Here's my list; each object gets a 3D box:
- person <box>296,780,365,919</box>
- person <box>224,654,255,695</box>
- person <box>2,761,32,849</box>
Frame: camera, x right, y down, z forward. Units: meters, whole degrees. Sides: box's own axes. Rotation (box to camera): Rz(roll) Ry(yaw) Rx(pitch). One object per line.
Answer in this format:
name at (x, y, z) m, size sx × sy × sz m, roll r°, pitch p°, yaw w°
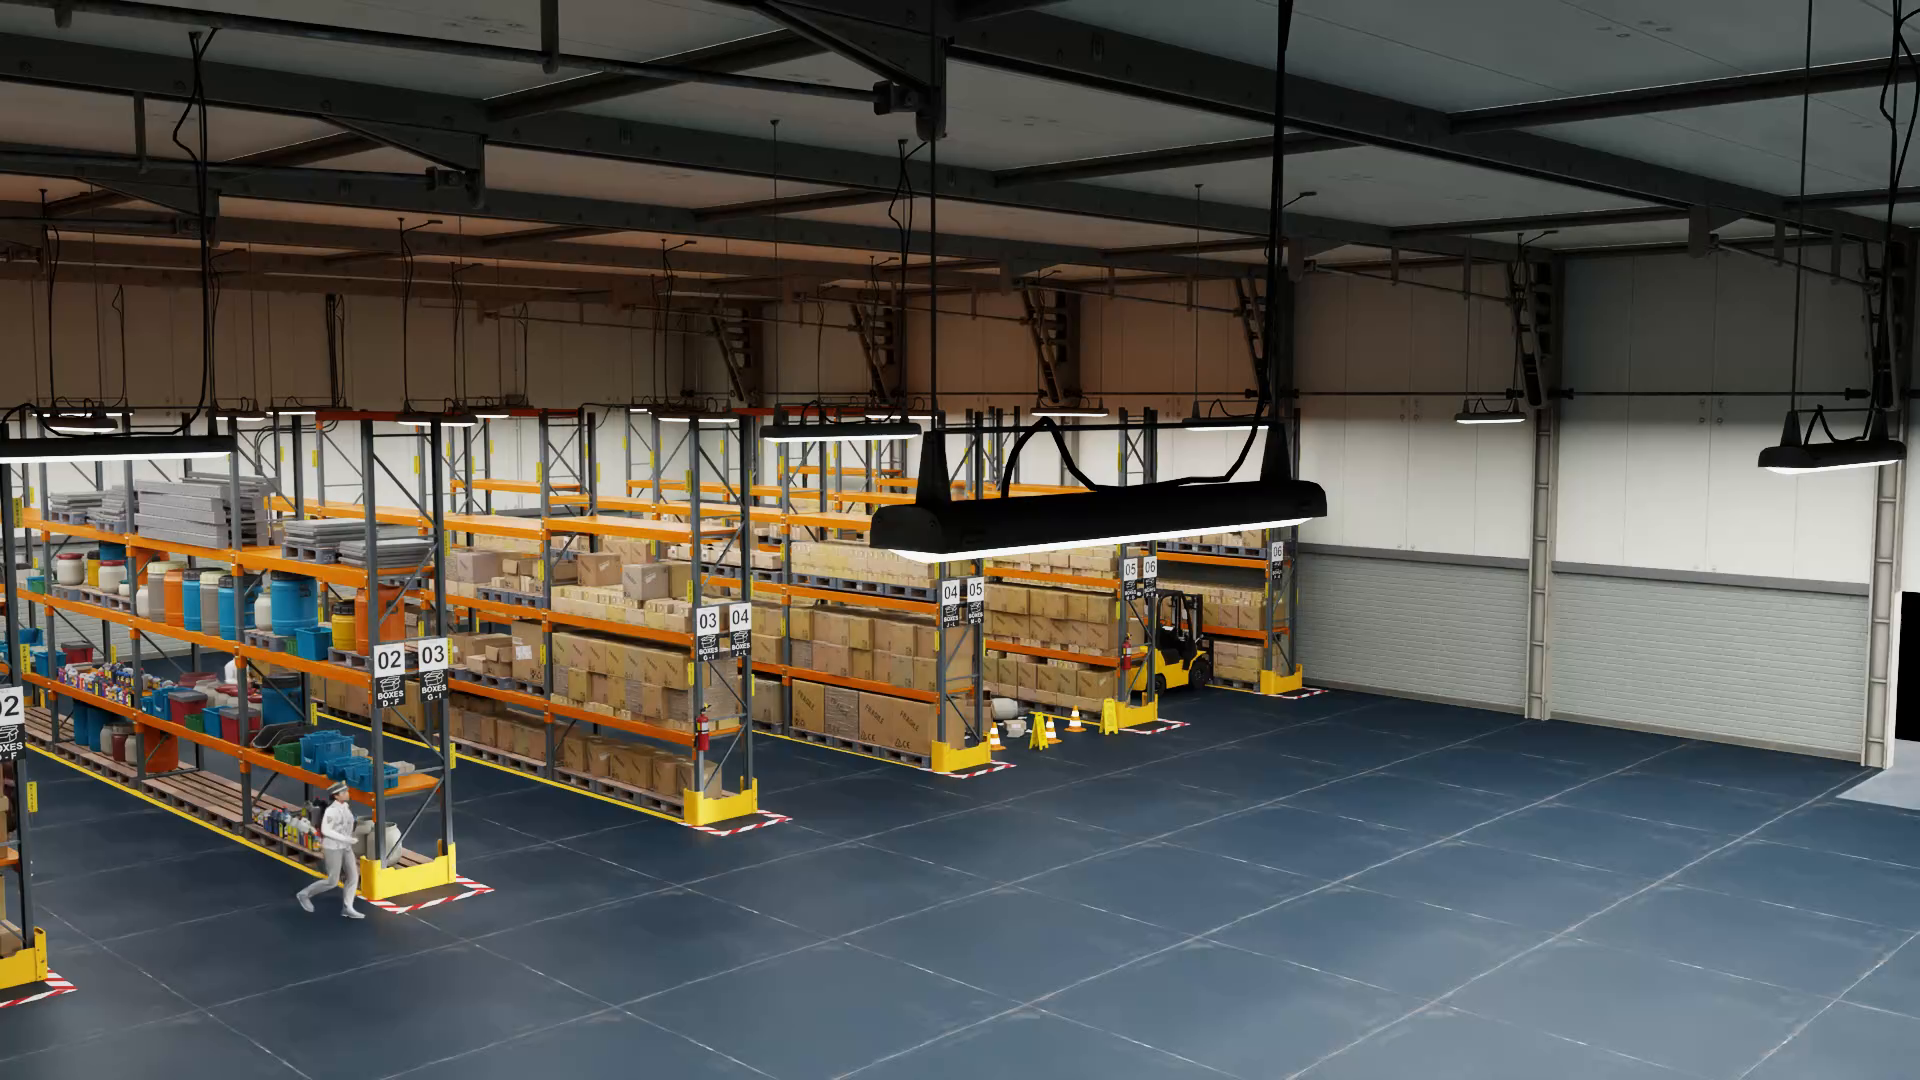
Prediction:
person at (-7.580, 3.728, 20.076) m, size 0.798 × 1.683 × 0.633 m, roll 1°, pitch 5°, yaw 6°
person at (-13.252, 2.874, 30.555) m, size 0.981 × 1.469 × 0.716 m, roll 3°, pitch 6°, yaw 27°
person at (-13.052, 3.472, 22.858) m, size 0.811 × 1.669 × 0.703 m, roll 1°, pitch 5°, yaw 11°
